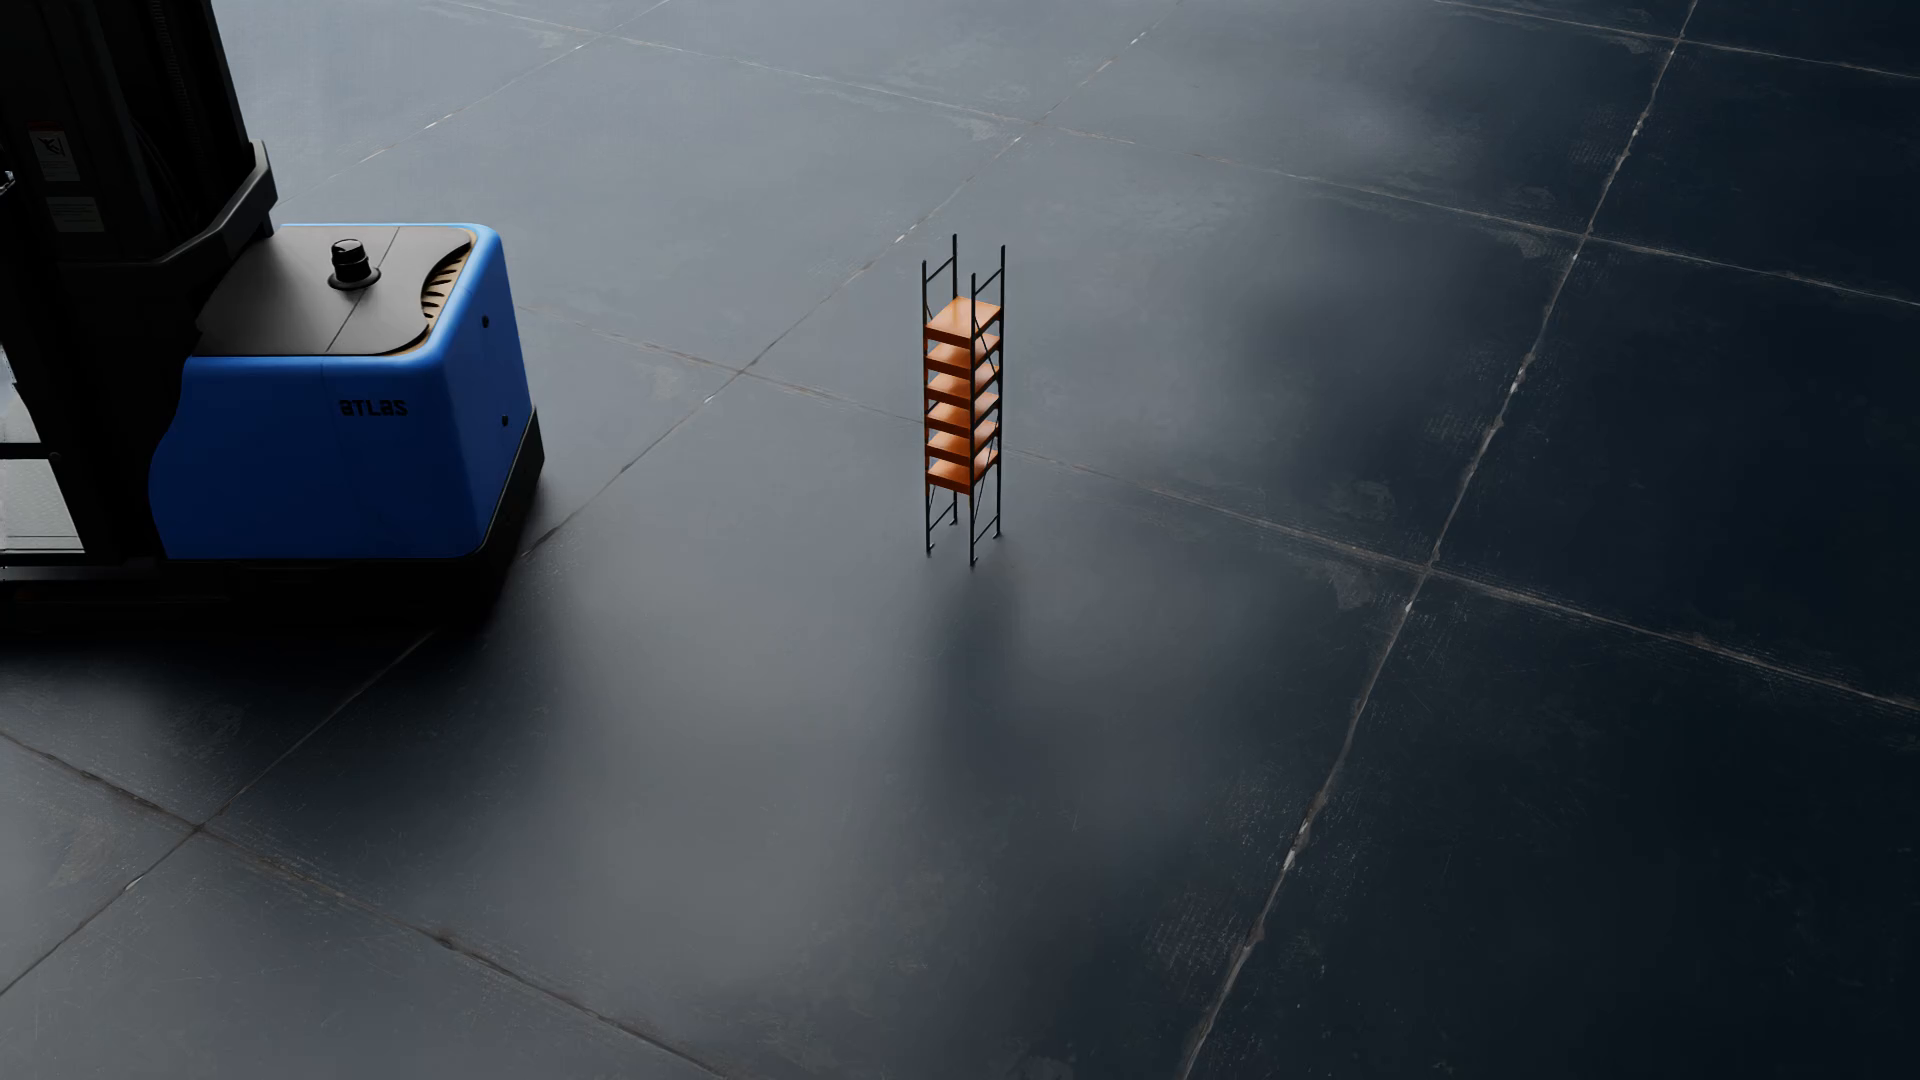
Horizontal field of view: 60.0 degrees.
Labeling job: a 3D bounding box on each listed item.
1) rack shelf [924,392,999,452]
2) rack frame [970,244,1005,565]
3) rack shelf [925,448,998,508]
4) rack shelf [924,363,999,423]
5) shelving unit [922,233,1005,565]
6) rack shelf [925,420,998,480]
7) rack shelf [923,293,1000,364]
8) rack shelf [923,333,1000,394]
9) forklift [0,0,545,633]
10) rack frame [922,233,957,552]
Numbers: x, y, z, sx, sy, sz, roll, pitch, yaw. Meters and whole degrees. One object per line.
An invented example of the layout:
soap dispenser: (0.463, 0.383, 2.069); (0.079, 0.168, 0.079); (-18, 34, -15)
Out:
rack shelf: (0.013, -0.438, 5.909); (0.180, 0.103, 0.258); (17, 41, 21)
rack frame: (0.094, -0.448, 5.848); (0.006, 1.200, 0.240); (17, 41, 21)
rack shelf: (0.013, -0.247, 6.054); (0.180, 0.103, 0.258); (17, 41, 21)
rack shelf: (0.013, -0.534, 5.836); (0.180, 0.103, 0.258); (17, 41, 21)
shelving unit: (0.013, -0.474, 5.882); (0.189, 1.200, 0.258); (17, 41, 21)
rack shelf: (0.013, -0.343, 5.981); (0.180, 0.103, 0.258); (17, 41, 21)
rack shelf: (0.013, -0.725, 5.691); (0.180, 0.103, 0.258); (17, 41, 21)
rack shelf: (0.013, -0.630, 5.764); (0.180, 0.103, 0.258); (17, 41, 21)
forklift: (-3.147, -1.164, 5.359); (3.031, 2.935, 1.130); (0, 37, 0)
rack frame: (-0.068, -0.499, 5.915); (0.006, 1.200, 0.240); (17, 41, 21)
